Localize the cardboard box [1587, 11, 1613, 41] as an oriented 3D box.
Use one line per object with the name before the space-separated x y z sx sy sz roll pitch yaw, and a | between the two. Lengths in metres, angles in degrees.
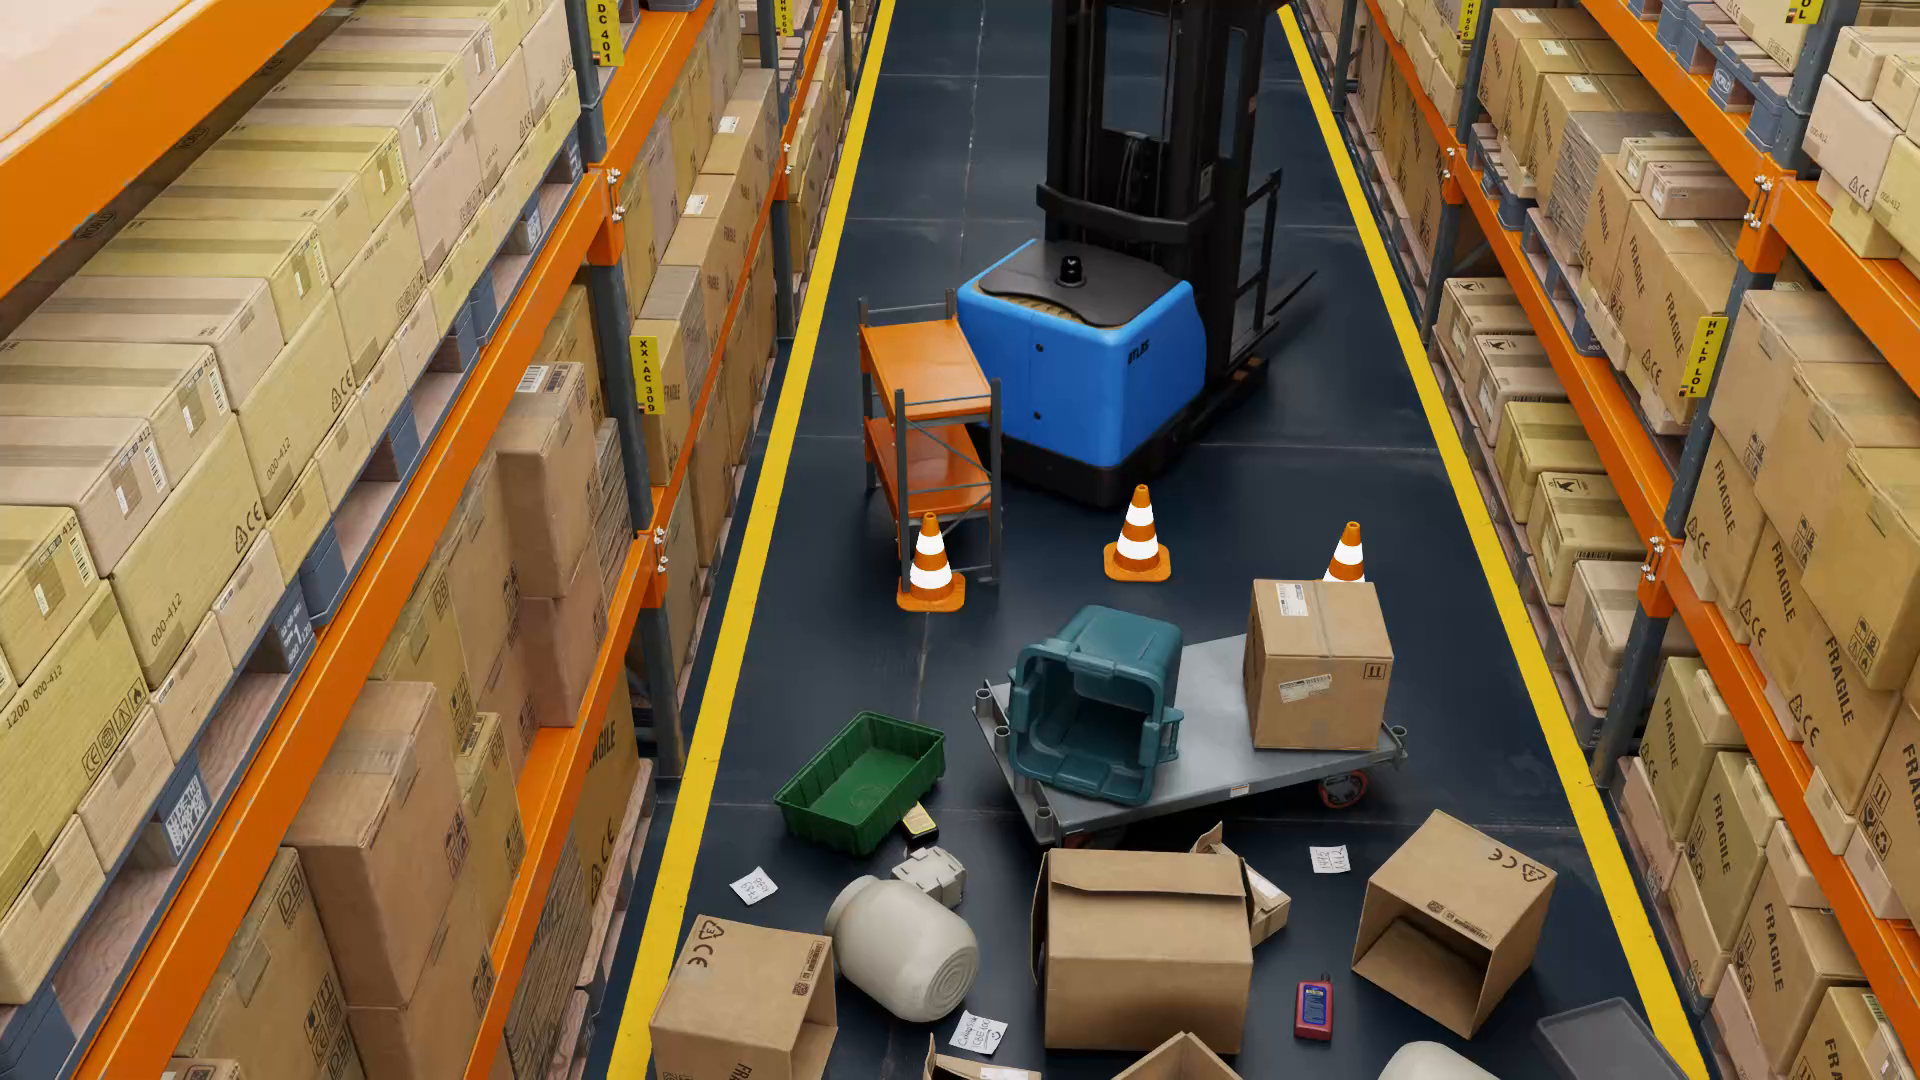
cardboard box | 3.664 -2.540 8.991 0.500 0.500 0.500 0 35 1

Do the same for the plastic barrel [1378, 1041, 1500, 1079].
plastic barrel | 1.653 1.955 5.546 0.512 0.421 0.421 28 44 33

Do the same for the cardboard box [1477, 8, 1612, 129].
cardboard box | 3.155 -2.555 9.011 0.500 0.500 0.500 0 35 1

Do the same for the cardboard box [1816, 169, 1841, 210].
cardboard box | 3.177 -0.379 4.236 0.858 0.149 2.833 1 35 2

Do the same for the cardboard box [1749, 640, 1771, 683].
cardboard box | 2.972 0.401 5.735 0.380 0.149 0.250 1 35 2

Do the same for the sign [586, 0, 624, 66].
sign | -1.152 -1.691 5.366 0.100 0.325 0.005 1 35 2

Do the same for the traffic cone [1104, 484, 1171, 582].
traffic cone | 0.907 -0.072 8.396 0.336 0.463 0.334 1 35 2

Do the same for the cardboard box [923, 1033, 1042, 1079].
cardboard box | 0.065 1.917 5.737 0.396 0.266 0.258 7 36 10

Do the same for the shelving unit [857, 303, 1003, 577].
shelving unit | -0.159 -0.519 8.426 0.538 0.981 1.030 -7 34 -10

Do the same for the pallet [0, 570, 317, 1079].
pallet | -1.848 0.449 2.916 1.003 0.211 1.213 1 35 2

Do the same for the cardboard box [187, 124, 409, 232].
cardboard box | -1.463 -0.805 3.696 0.380 0.149 0.250 2 35 2

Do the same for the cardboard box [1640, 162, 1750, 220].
cardboard box | 3.085 -3.055 8.316 0.402 1.117 4.483 0 35 1

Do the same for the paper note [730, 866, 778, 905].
paper note | -0.828 1.390 6.691 0.147 0.020 0.142 -24 42 -30

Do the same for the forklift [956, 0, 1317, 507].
forklift | 1.204 -2.146 9.278 1.129 2.843 3.031 21 40 27

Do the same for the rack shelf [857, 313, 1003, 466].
rack shelf | -0.162 -0.764 8.265 0.538 0.278 1.000 -7 34 -10

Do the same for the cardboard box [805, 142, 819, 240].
cardboard box | -1.246 -2.368 11.265 0.500 0.500 0.500 2 35 2

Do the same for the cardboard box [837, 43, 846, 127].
cardboard box | -1.163 -3.546 12.941 0.500 0.500 0.500 1 35 1

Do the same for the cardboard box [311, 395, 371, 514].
cardboard box | -1.482 -0.185 3.508 0.380 0.149 0.250 1 35 2

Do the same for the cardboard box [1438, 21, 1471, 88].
cardboard box | 3.457 -3.384 10.816 0.999 0.500 2.557 1 35 2

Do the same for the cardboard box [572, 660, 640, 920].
cardboard box | -1.801 0.826 6.395 0.875 0.875 0.875 2 35 3

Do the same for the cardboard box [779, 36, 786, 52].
cardboard box | -1.305 -3.160 10.437 0.380 0.149 0.250 3 35 4

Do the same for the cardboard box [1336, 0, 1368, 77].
cardboard box | 3.698 -4.253 14.002 0.875 0.438 0.875 1 35 1

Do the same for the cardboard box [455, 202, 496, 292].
cardboard box | -1.442 -0.769 4.338 0.380 0.149 0.250 2 35 3

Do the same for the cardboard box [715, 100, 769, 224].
cardboard box | -1.317 -2.019 8.873 0.500 0.500 0.500 1 35 2

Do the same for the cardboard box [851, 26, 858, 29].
cardboard box | -1.080 -4.332 14.365 0.380 0.149 0.250 1 35 2

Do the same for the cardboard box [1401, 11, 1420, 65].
cardboard box | 3.207 -3.291 10.901 0.500 0.250 0.500 1 35 1

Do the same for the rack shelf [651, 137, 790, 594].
rack shelf | -1.626 -1.086 8.258 1.077 0.370 4.000 1 35 2

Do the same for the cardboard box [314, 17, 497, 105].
cardboard box | -1.434 -1.244 4.322 0.380 0.149 0.250 2 35 3

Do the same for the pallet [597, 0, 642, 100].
pallet | -1.719 -1.908 6.360 0.805 0.209 1.217 0 35 0

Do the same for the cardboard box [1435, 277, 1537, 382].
cardboard box | 3.372 -1.246 9.780 0.950 0.372 0.625 -1 35 -1

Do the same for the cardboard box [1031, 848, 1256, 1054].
cardboard box | 0.653 1.484 6.029 0.797 0.637 0.503 1 35 2

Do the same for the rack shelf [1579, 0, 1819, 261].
rack shelf | 3.324 -2.257 7.316 1.077 0.370 4.000 1 35 2

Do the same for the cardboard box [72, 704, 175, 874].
cardboard box | -1.523 0.393 2.685 0.380 0.149 0.250 2 35 2

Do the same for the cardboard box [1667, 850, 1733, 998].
cardboard box | 2.940 1.418 6.096 0.500 0.250 0.500 3 35 5

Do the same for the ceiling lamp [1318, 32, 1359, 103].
ceiling lamp | 3.674 -4.066 14.297 1.003 0.211 1.213 1 35 2

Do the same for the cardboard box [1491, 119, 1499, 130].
cardboard box | 3.206 -2.360 9.298 0.380 0.149 0.250 -1 35 -1

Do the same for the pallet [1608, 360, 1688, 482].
pallet | 3.420 -0.533 7.012 1.003 0.211 1.213 1 35 2

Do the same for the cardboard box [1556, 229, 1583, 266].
cardboard box | 3.092 -1.433 7.979 0.380 0.149 0.250 2 35 3

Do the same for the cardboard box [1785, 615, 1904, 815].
cardboard box | 2.918 0.486 5.050 0.500 0.500 0.500 1 35 1

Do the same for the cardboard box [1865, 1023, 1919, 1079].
cardboard box | 2.832 1.059 4.225 0.700 1.489 0.542 1 35 1

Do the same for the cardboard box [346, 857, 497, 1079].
cardboard box | -1.749 1.156 4.312 0.875 0.550 0.550 1 35 2

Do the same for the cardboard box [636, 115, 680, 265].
cardboard box | -1.653 -1.553 7.340 0.700 0.500 0.500 2 35 2

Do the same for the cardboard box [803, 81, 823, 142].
cardboard box | -1.223 -2.952 11.443 0.500 0.250 0.500 2 35 2

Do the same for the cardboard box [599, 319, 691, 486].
cardboard box | -1.416 -0.568 6.809 0.500 0.500 0.500 2 35 2

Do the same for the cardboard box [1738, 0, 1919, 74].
cardboard box | 3.123 -1.852 5.879 0.500 0.250 0.500 1 35 1

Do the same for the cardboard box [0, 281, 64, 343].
cardboard box | -2.084 -0.297 3.321 0.500 0.250 0.500 1 35 2

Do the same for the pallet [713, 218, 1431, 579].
pallet | 0.904 -1.011 9.951 6.107 0.211 4.108 1 35 2

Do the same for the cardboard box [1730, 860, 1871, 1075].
cardboard box | 2.918 1.409 5.455 0.500 0.500 0.500 3 35 4

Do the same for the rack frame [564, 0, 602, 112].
rack frame | -1.706 -2.686 4.691 1.000 3.000 0.127 1 35 2

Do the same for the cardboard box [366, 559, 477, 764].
cardboard box | -1.834 0.407 4.438 0.875 0.550 0.500 1 35 2

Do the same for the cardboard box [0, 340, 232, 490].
cardboard box | -1.504 -0.217 2.861 0.380 0.149 0.250 2 35 2

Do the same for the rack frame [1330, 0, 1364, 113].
rack frame | 3.565 -4.772 12.876 1.000 3.000 0.127 1 35 2

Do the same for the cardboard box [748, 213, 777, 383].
cardboard box | -1.660 -1.433 9.718 1.050 0.750 0.750 1 35 1
